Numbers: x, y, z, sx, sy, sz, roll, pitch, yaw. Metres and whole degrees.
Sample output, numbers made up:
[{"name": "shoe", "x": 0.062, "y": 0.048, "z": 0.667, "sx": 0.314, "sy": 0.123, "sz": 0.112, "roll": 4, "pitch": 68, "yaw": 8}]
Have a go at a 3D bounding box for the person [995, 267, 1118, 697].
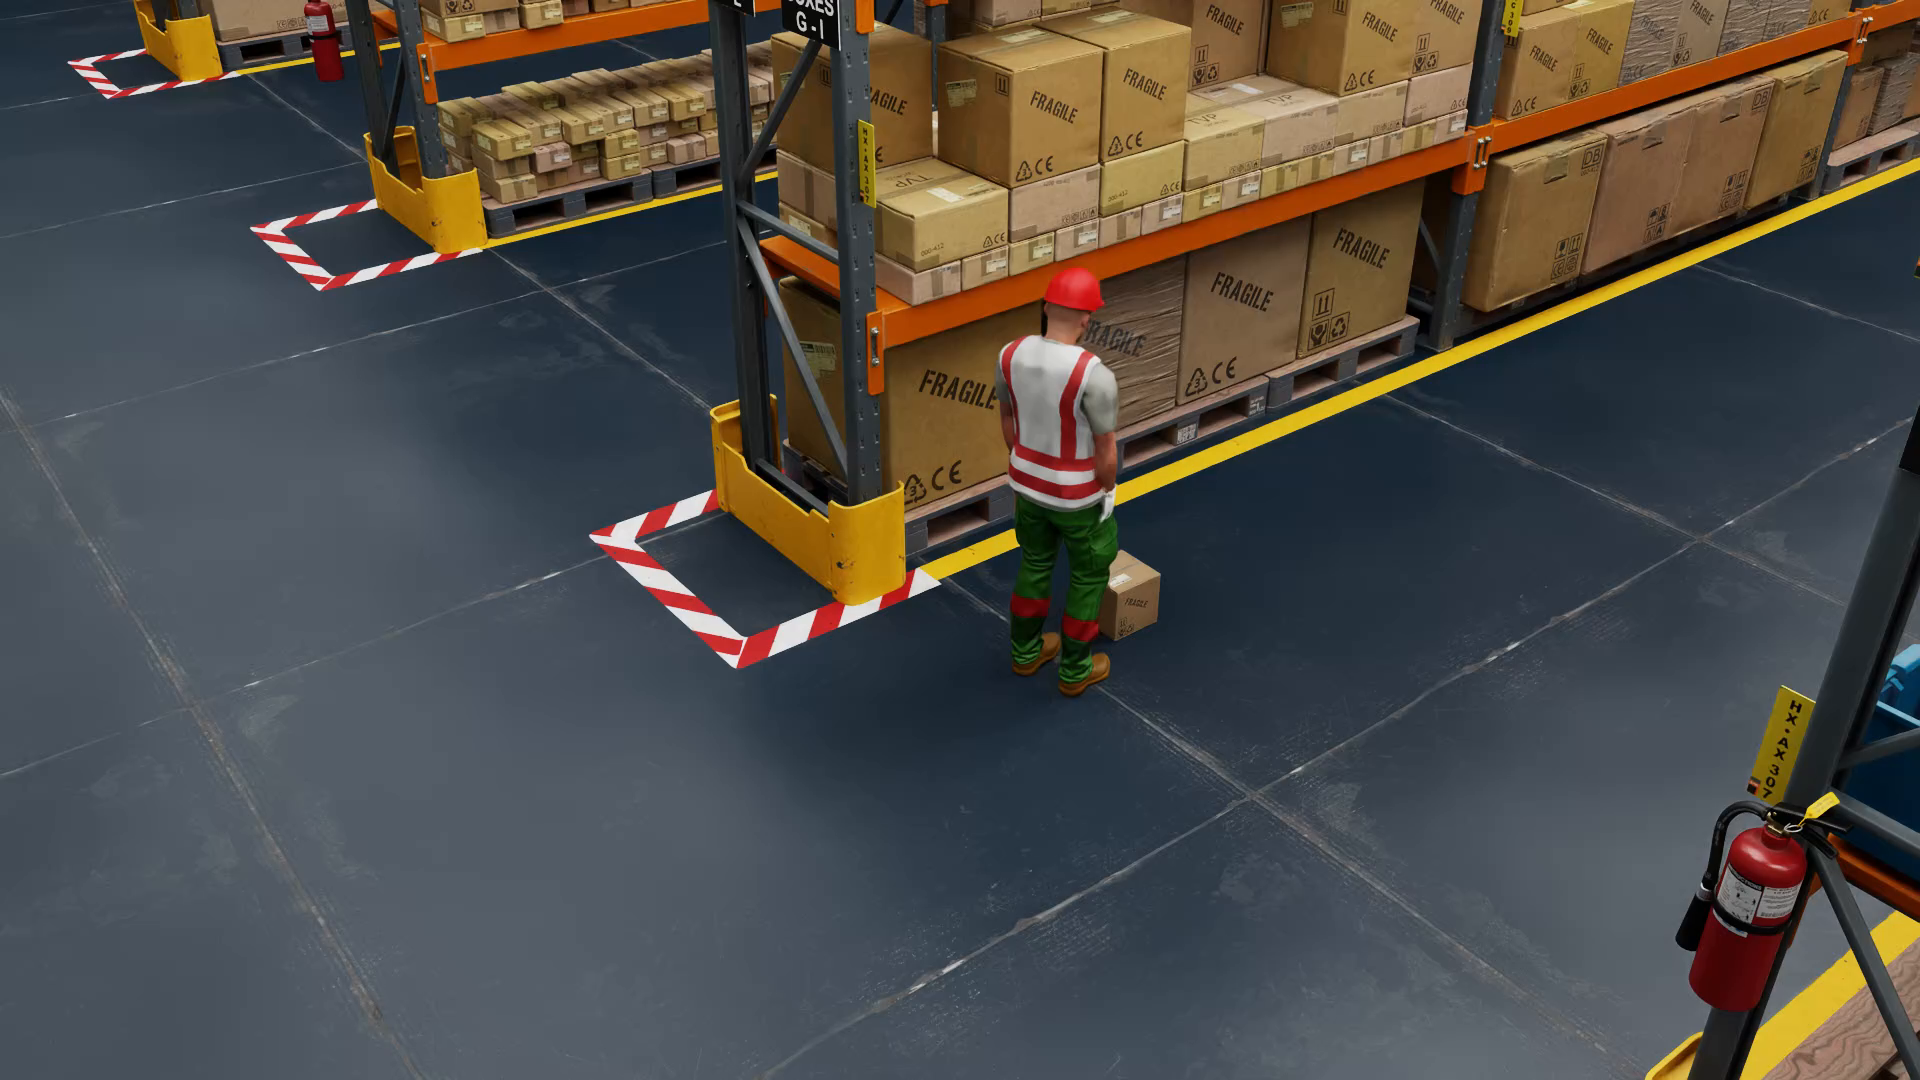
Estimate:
[{"name": "person", "x": 0.392, "y": -0.218, "z": 6.485, "sx": 0.533, "sy": 1.768, "sz": 0.388, "roll": 23, "pitch": 38, "yaw": 32}]
